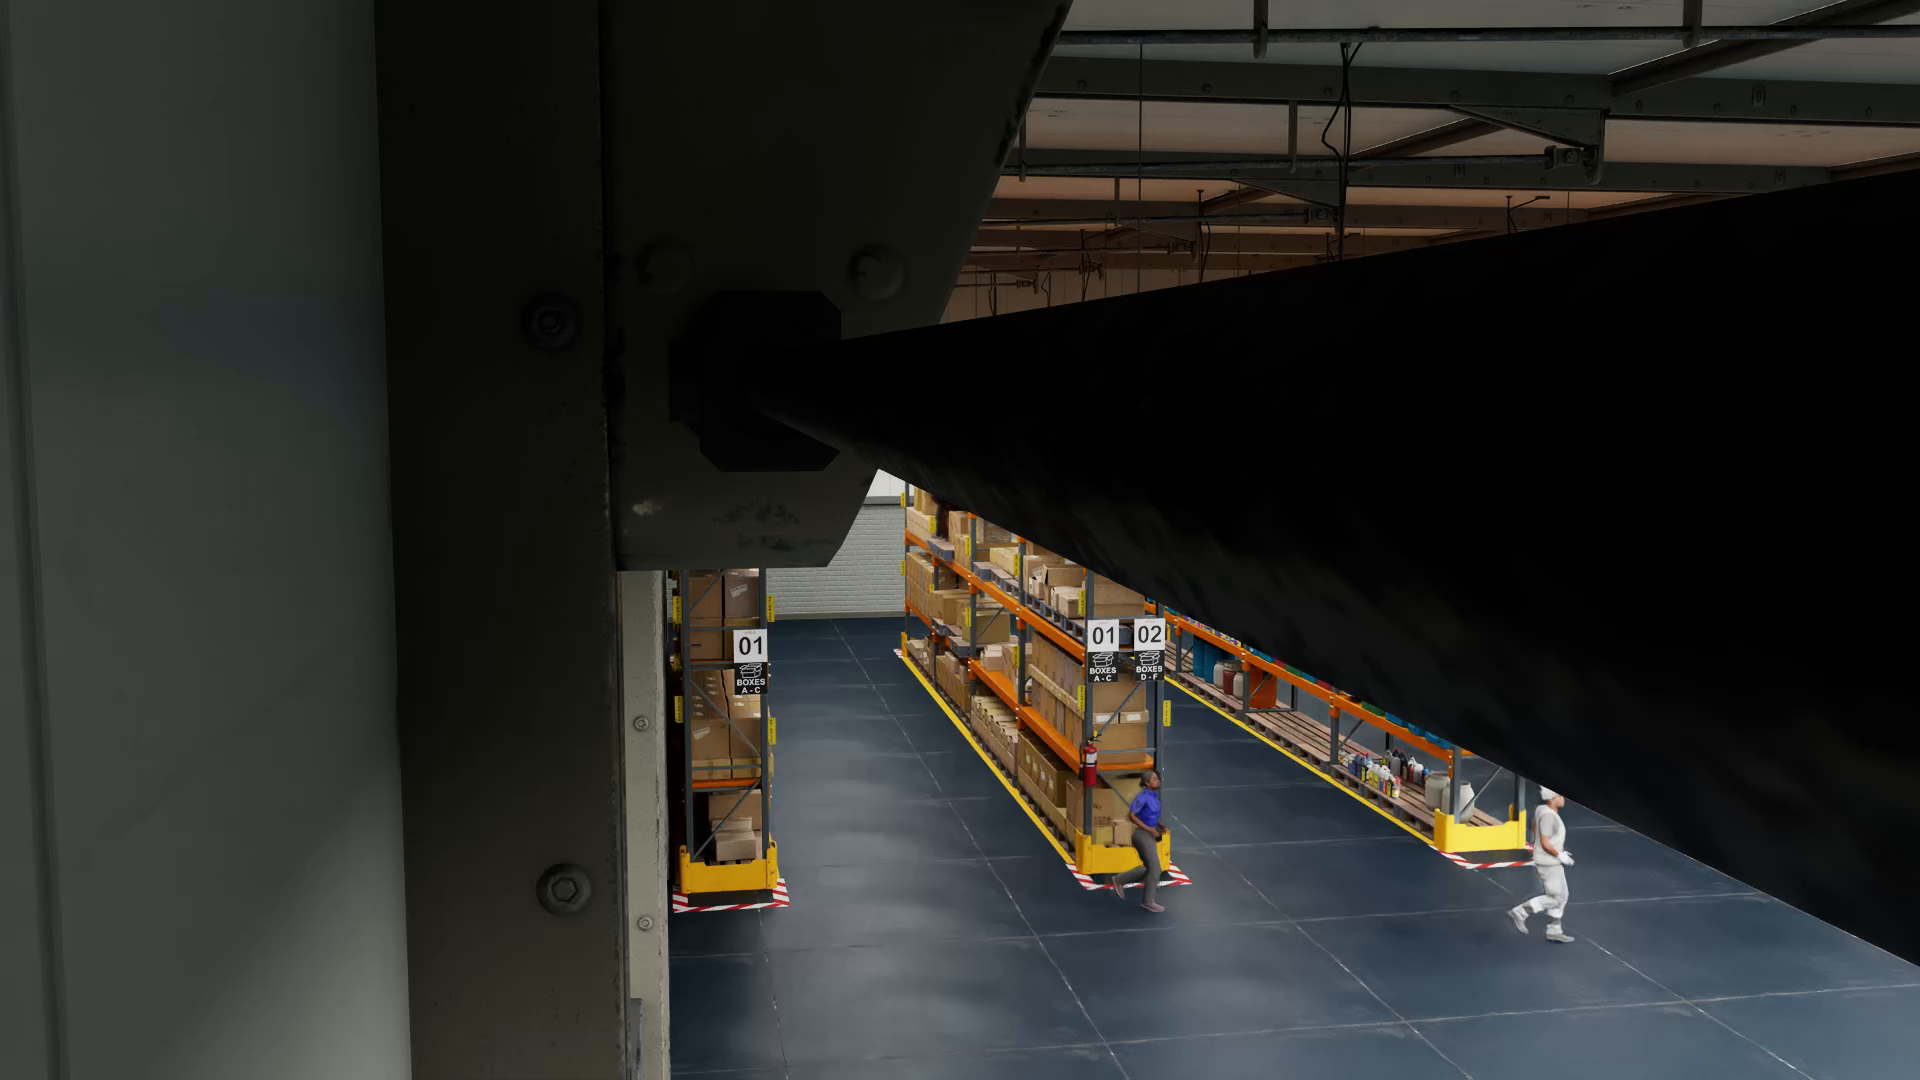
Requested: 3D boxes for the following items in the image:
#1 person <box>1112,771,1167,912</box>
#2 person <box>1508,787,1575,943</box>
[{"bbox_3d":[2.143,3.518,19.617,0.681,1.612,0.616,3,7,26],"label":"person"},{"bbox_3d":[6.449,3.556,18.379,0.717,1.771,0.683,2,6,15],"label":"person"}]
